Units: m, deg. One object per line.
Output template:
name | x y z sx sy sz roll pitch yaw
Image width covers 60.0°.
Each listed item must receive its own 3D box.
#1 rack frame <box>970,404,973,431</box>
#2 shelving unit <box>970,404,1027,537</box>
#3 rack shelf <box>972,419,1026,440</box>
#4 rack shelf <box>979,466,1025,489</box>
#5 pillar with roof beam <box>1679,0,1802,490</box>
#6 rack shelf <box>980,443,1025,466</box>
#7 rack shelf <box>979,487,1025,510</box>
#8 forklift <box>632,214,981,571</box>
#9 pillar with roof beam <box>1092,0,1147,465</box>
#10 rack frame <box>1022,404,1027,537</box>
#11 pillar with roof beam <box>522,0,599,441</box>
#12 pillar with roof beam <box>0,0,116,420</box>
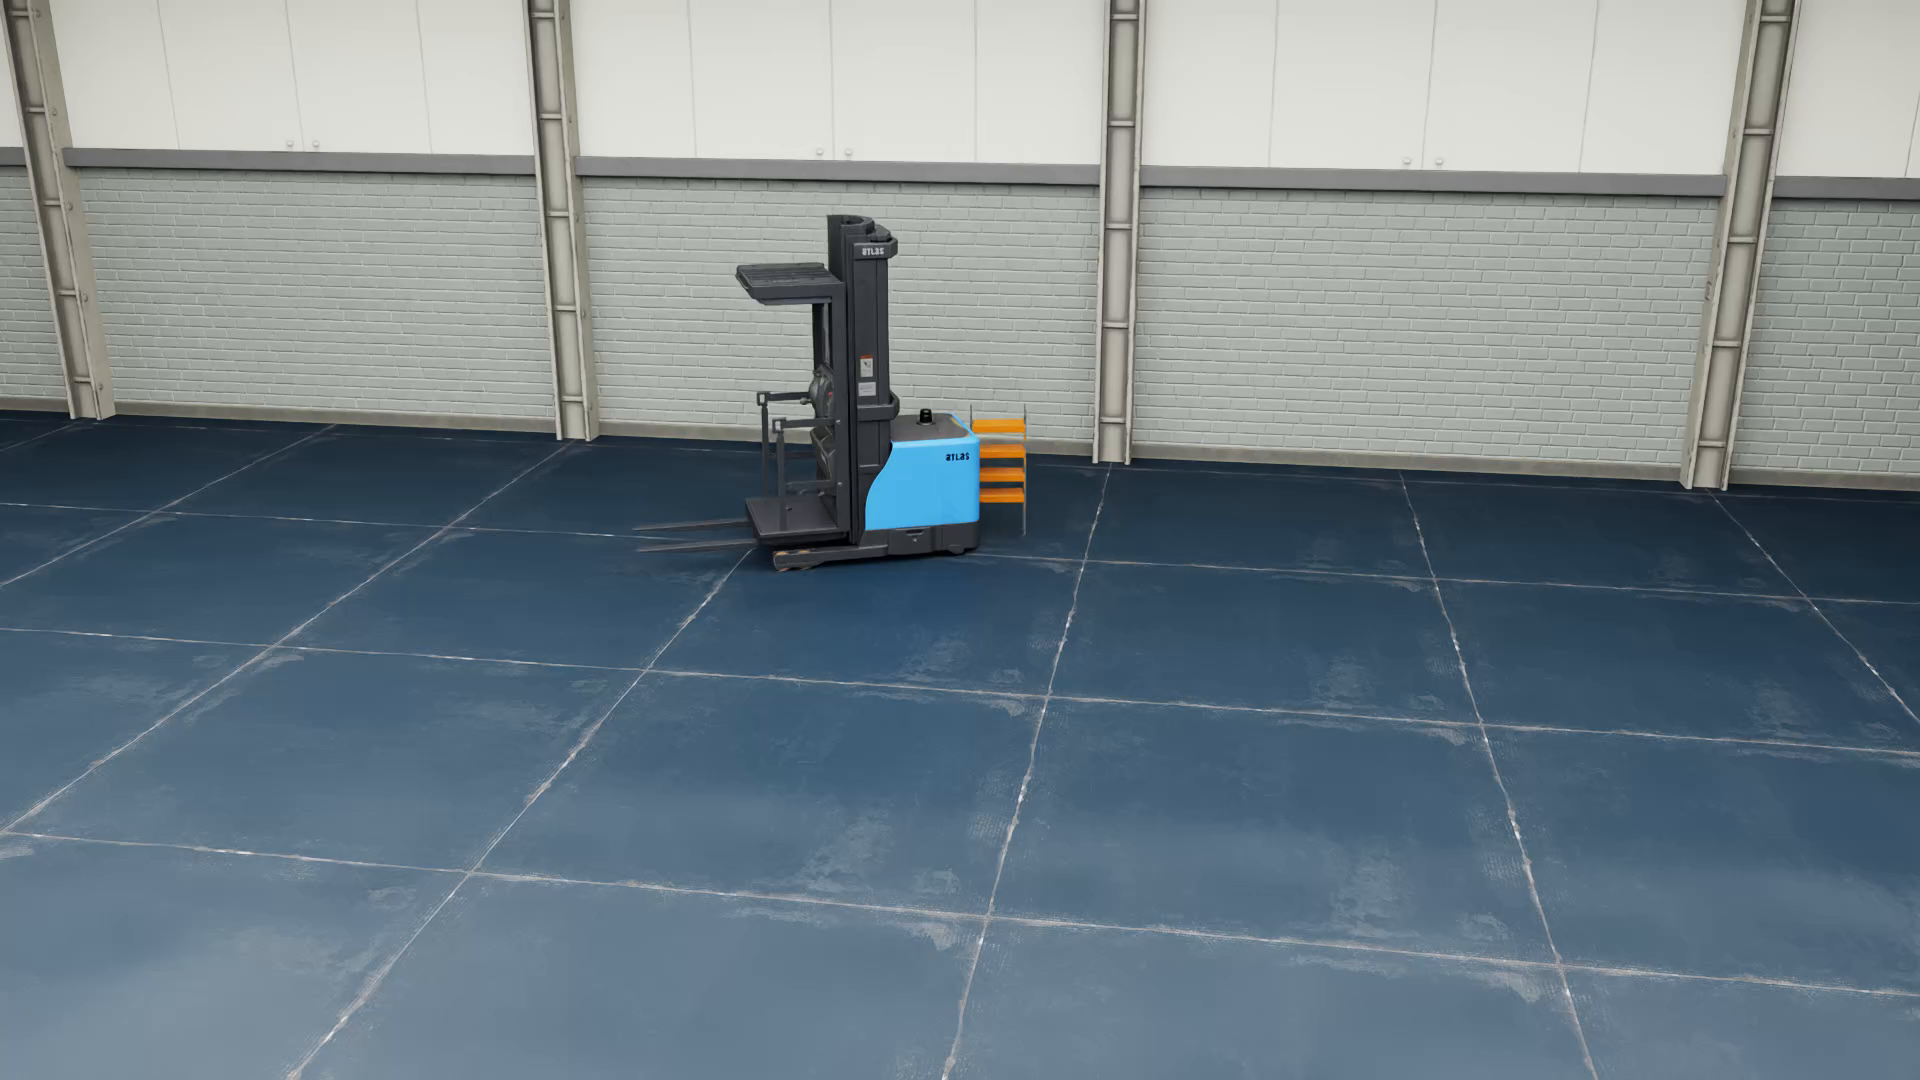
rack frame | 0.104 -0.634 15.253 0.015 1.200 0.240 -1 19 -2
shelving unit | 0.348 -0.636 15.260 0.503 1.200 0.258 -1 19 -2
rack shelf | 0.348 -1.009 15.135 0.480 0.148 0.258 -1 19 -2
rack shelf | 0.348 -0.572 15.281 0.480 0.148 0.258 -1 19 -2
pillar with roof beam | 6.871 -3.476 11.456 0.400 9.000 9.100 3 19 9
rack shelf | 0.348 -0.784 15.210 0.480 0.148 0.258 -1 19 -2
rack shelf | 0.348 -0.384 15.344 0.480 0.148 0.258 -1 19 -2
forklift | -1.389 -1.304 14.527 3.031 2.935 1.130 -5 19 -13
pillar with roof beam | 0.947 -3.778 12.358 0.400 9.000 9.100 3 19 9
rack frame | 0.592 -0.638 15.267 0.015 1.200 0.240 -1 19 -2
pillar with roof beam | -4.977 -4.080 13.261 0.400 9.000 9.100 3 19 9
pillar with roof beam | -10.901 -4.382 14.163 0.400 9.000 9.100 3 19 9
